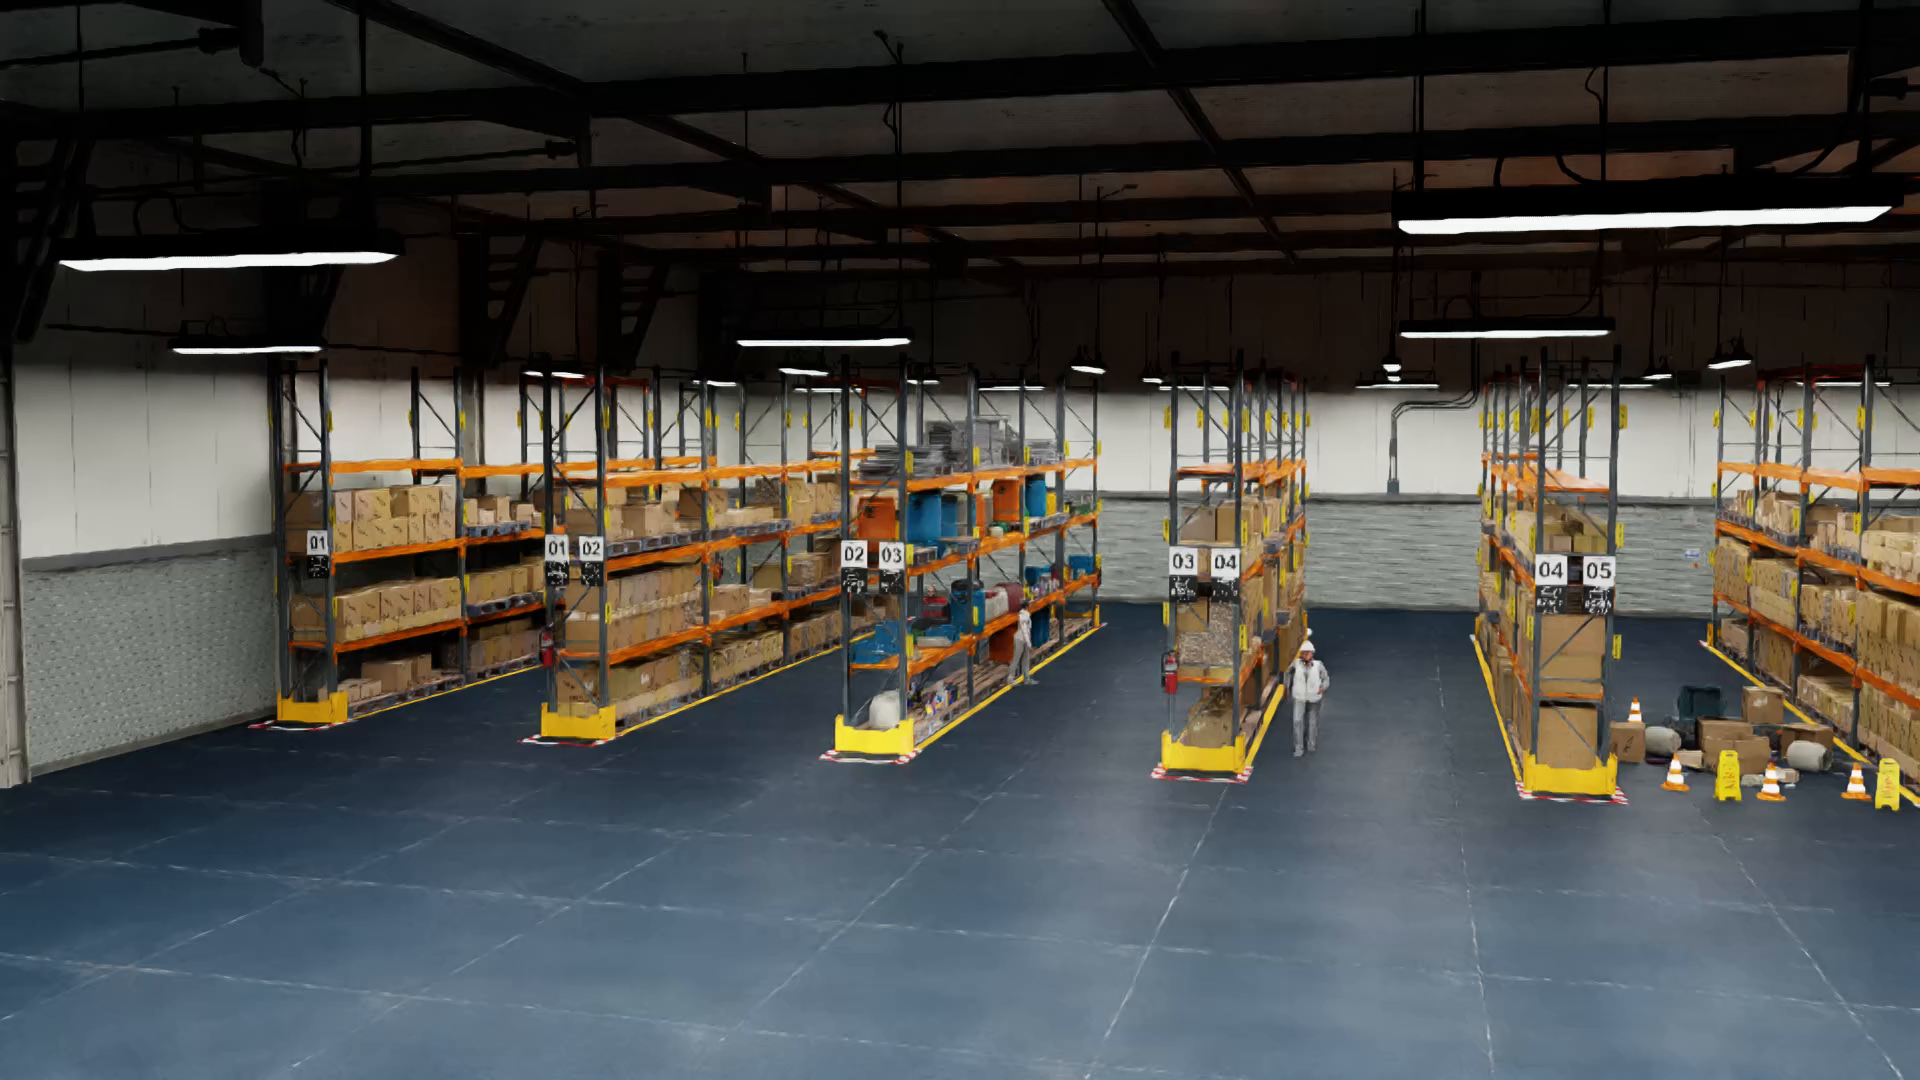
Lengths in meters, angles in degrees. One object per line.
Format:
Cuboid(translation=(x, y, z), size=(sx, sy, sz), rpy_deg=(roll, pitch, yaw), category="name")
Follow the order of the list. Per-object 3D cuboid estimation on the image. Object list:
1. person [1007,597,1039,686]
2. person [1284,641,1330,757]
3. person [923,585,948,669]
Cuboid(translation=(1.191, 1.904, 31.380), size=(0.569, 1.653, 0.546), rpy_deg=(1, 4, 11), category="person")
Cuboid(translation=(5.199, 2.354, 24.928), size=(0.682, 1.707, 0.867), rpy_deg=(1, 4, 10), category="person")
Cuboid(translation=(-0.540, 1.738, 33.863), size=(0.695, 1.671, 0.837), rpy_deg=(2, 4, 21), category="person")
